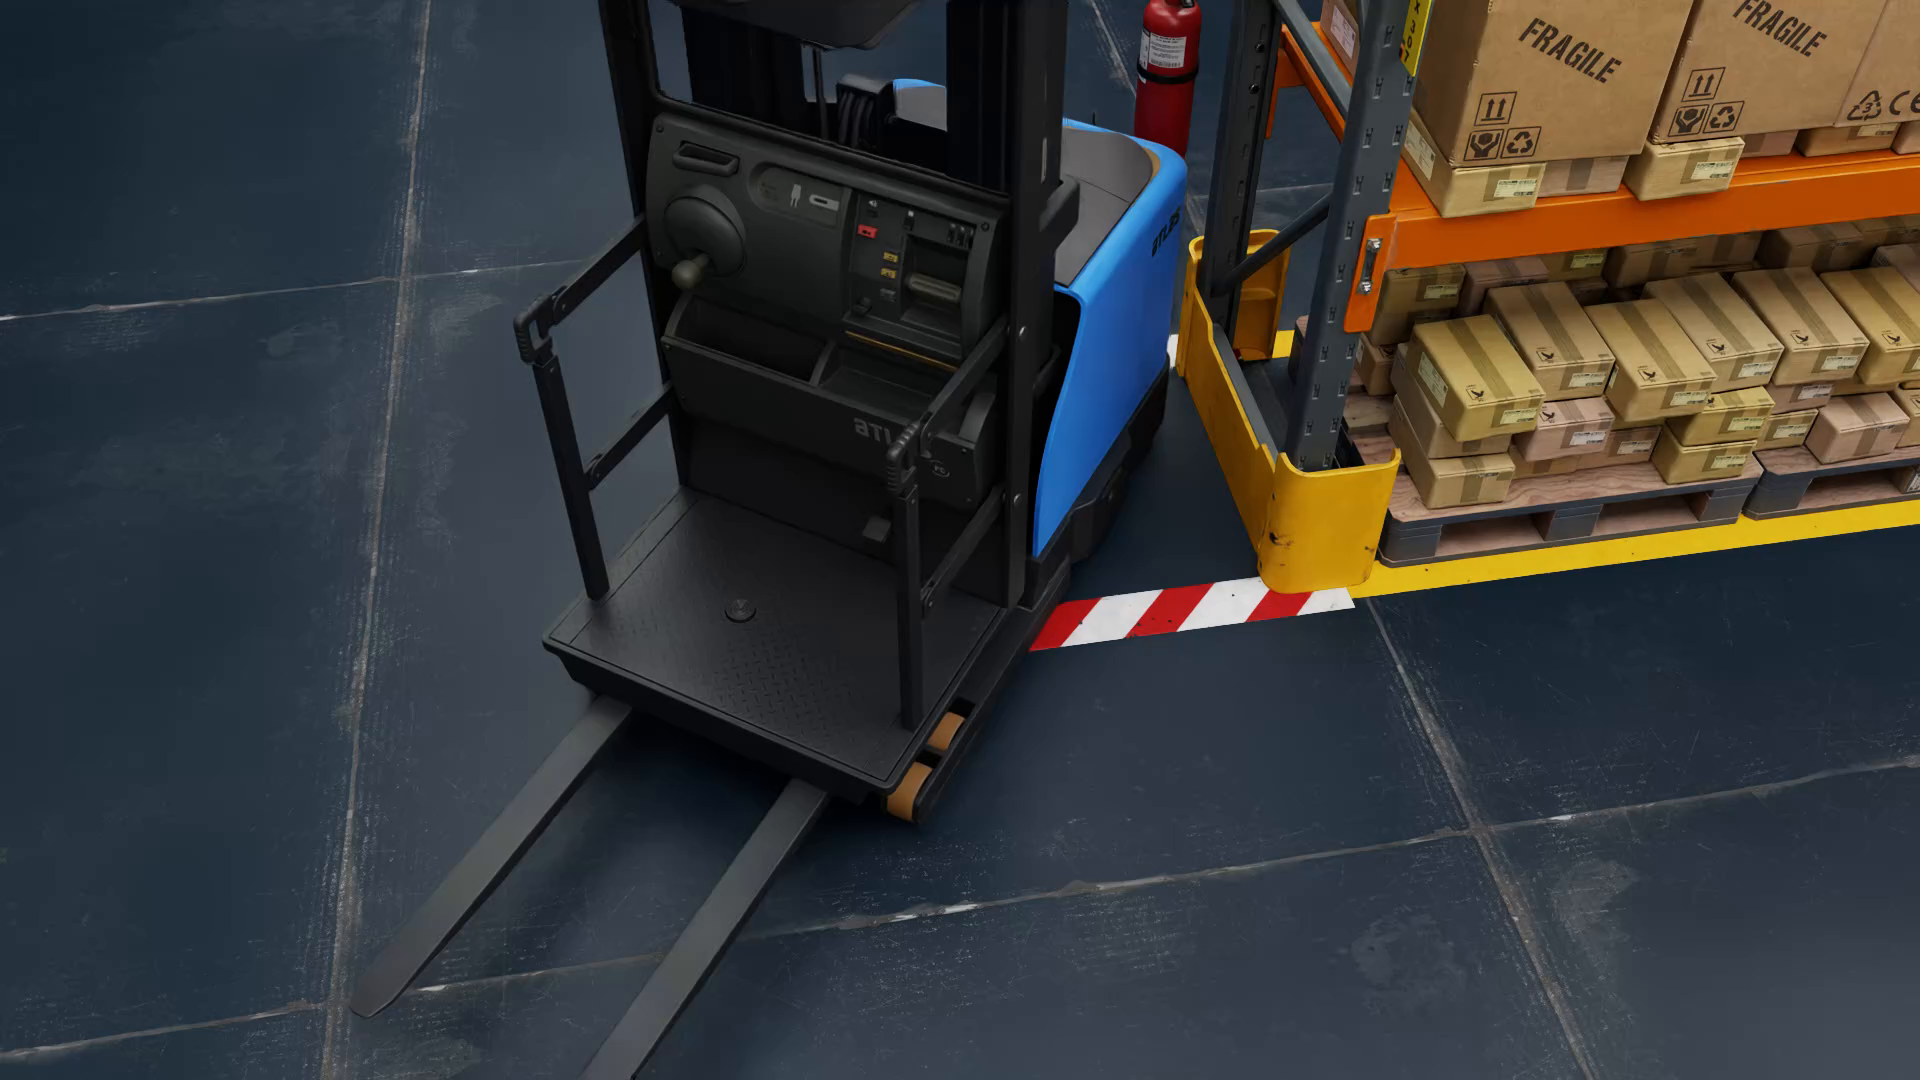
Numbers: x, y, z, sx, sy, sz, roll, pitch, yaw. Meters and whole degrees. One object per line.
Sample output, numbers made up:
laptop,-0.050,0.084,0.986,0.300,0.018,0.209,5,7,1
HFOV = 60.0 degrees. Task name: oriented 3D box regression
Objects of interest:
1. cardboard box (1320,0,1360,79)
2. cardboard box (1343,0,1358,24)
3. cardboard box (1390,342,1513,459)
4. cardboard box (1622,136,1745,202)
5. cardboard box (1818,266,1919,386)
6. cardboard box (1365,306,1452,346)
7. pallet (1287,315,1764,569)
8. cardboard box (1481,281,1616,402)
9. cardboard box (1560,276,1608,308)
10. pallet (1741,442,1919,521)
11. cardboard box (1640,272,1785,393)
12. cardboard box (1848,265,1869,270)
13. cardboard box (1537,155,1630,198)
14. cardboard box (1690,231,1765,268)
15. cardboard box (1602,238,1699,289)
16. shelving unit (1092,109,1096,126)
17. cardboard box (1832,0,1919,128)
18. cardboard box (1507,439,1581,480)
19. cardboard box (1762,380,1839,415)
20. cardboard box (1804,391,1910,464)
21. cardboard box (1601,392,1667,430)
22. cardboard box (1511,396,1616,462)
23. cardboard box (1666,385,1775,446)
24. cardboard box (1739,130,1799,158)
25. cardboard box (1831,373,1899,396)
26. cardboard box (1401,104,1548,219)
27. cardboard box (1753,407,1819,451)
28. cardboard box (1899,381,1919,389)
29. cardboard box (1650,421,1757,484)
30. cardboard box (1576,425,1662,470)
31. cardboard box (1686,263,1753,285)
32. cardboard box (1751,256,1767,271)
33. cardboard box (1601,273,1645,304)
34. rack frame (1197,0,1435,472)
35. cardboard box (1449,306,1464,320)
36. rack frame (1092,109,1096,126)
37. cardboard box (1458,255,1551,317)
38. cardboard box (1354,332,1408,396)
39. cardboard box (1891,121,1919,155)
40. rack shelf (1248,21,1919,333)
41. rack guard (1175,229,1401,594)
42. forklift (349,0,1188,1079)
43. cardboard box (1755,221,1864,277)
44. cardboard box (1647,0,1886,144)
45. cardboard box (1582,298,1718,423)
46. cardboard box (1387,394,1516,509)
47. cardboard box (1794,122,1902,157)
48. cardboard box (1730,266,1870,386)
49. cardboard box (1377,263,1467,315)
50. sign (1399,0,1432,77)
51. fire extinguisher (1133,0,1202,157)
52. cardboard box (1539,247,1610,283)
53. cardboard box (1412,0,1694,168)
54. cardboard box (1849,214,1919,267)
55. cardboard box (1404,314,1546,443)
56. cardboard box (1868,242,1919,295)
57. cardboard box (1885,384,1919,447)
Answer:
cardboard box,1.213,-1.448,4.736,0.250,0.149,0.380,-7,46,-7
cardboard box,1.338,-1.670,4.500,0.500,0.500,0.500,-6,46,-6
cardboard box,1.499,-0.436,5.069,0.250,0.149,0.380,-5,46,-5
cardboard box,1.832,-1.070,4.372,0.250,0.149,0.380,-8,47,-8
cardboard box,2.807,-0.656,5.074,0.250,0.149,0.380,-6,46,-6
cardboard box,1.411,-0.821,5.440,0.250,0.149,0.380,-8,47,-8
pallet,1.821,-0.411,5.499,1.213,0.211,1.003,-7,46,-7
cardboard box,1.765,-0.600,5.020,0.250,0.149,0.380,-6,46,-6
cardboard box,1.923,-0.886,5.502,0.250,0.149,0.380,-9,47,-8
pallet,3.020,-0.558,5.641,1.213,0.211,1.003,-7,46,-7
cardboard box,2.265,-0.629,5.048,0.250,0.149,0.380,-9,47,-9
cardboard box,2.953,-1.031,5.642,0.250,0.149,0.380,-7,46,-6
cardboard box,1.558,-1.075,4.377,0.250,0.149,0.380,-6,46,-5
cardboard box,2.430,-1.073,5.476,0.250,0.149,0.380,-6,46,-5
cardboard box,2.175,-1.001,5.406,0.250,0.149,0.380,-9,47,-8
shelving unit,0.303,-1.004,5.593,0.210,0.900,0.258,12,47,11
cardboard box,2.437,-1.426,4.265,0.500,0.500,0.500,-7,46,-6
cardboard box,1.754,-0.378,5.219,0.250,0.149,0.380,-7,47,-7
cardboard box,2.522,-0.577,5.204,0.250,0.149,0.380,-9,47,-9
cardboard box,2.764,-0.435,5.274,0.250,0.149,0.380,-9,47,-9
cardboard box,2.005,-0.523,5.152,0.250,0.149,0.380,-7,46,-6
cardboard box,1.779,-0.430,5.063,0.250,0.149,0.380,-7,47,-7
cardboard box,2.276,-0.477,5.108,0.250,0.149,0.380,-6,46,-6
cardboard box,2.065,-1.199,4.497,0.250,0.149,0.380,-5,46,-5
cardboard box,2.782,-0.640,5.265,0.250,0.149,0.380,-5,46,-5
cardboard box,1.315,-1.014,4.319,0.250,0.149,0.380,-7,47,-7
cardboard box,2.503,-0.466,5.304,0.250,0.149,0.380,-7,46,-7
cardboard box,3.050,-0.666,5.290,0.250,0.149,0.380,-5,46,-5
cardboard box,2.268,-0.367,5.209,0.250,0.149,0.380,-7,46,-6
cardboard box,1.998,-0.413,5.254,0.250,0.149,0.380,-7,46,-6
cardboard box,2.431,-0.959,5.573,0.250,0.149,0.380,-6,46,-6
cardboard box,2.686,-0.977,5.590,0.250,0.149,0.380,-5,46,-5
cardboard box,2.205,-0.846,5.464,0.250,0.149,0.380,-8,47,-7
rack frame,0.939,-1.294,4.414,0.127,3.000,1.000,-7,46,-7
cardboard box,1.678,-0.815,5.434,0.250,0.149,0.380,-8,47,-8
rack frame,0.401,-0.984,5.573,0.006,0.900,0.240,12,47,11
cardboard box,1.675,-0.892,5.301,0.250,0.149,0.380,-6,46,-6
cardboard box,1.423,-0.663,5.494,0.250,0.149,0.380,-6,46,-6
cardboard box,2.584,-1.225,4.522,0.250,0.149,0.380,-8,47,-8
rack shelf,2.910,-1.290,4.910,4.000,0.370,1.077,-7,46,-7
rack guard,1.014,-0.436,5.323,0.348,0.500,1.175,-7,46,-7
forklift,-0.441,-0.627,3.819,1.130,2.935,3.031,20,49,19
cardboard box,2.709,-1.027,5.431,0.250,0.149,0.380,-9,47,-8
cardboard box,1.952,-1.375,4.216,0.500,0.500,0.500,-7,46,-7
cardboard box,2.035,-0.540,4.962,0.250,0.149,0.380,-7,47,-7
cardboard box,1.510,-0.288,5.132,0.250,0.149,0.380,-6,46,-6
cardboard box,2.336,-1.215,4.512,0.250,0.149,0.380,-8,47,-7
cardboard box,2.540,-0.656,5.074,0.250,0.149,0.380,-5,46,-5
cardboard box,1.418,-0.902,5.311,0.250,0.149,0.380,-7,46,-6
sign,1.032,-1.209,3.731,0.005,0.325,0.100,-7,46,-7
fire extinguisher,0.613,-1.434,4.862,0.183,0.674,0.296,-7,46,-7
cardboard box,1.909,-1.014,5.419,0.250,0.149,0.380,-8,47,-8
cardboard box,1.429,-1.291,4.135,0.500,0.500,0.500,-5,46,-5
cardboard box,2.962,-1.079,5.482,0.250,0.149,0.380,-7,46,-7
cardboard box,1.514,-0.480,4.905,0.250,0.149,0.380,-9,47,-9
cardboard box,3.038,-0.755,5.169,0.250,0.149,0.380,-7,46,-7
cardboard box,3.032,-0.487,5.325,0.250,0.149,0.380,-7,46,-7
